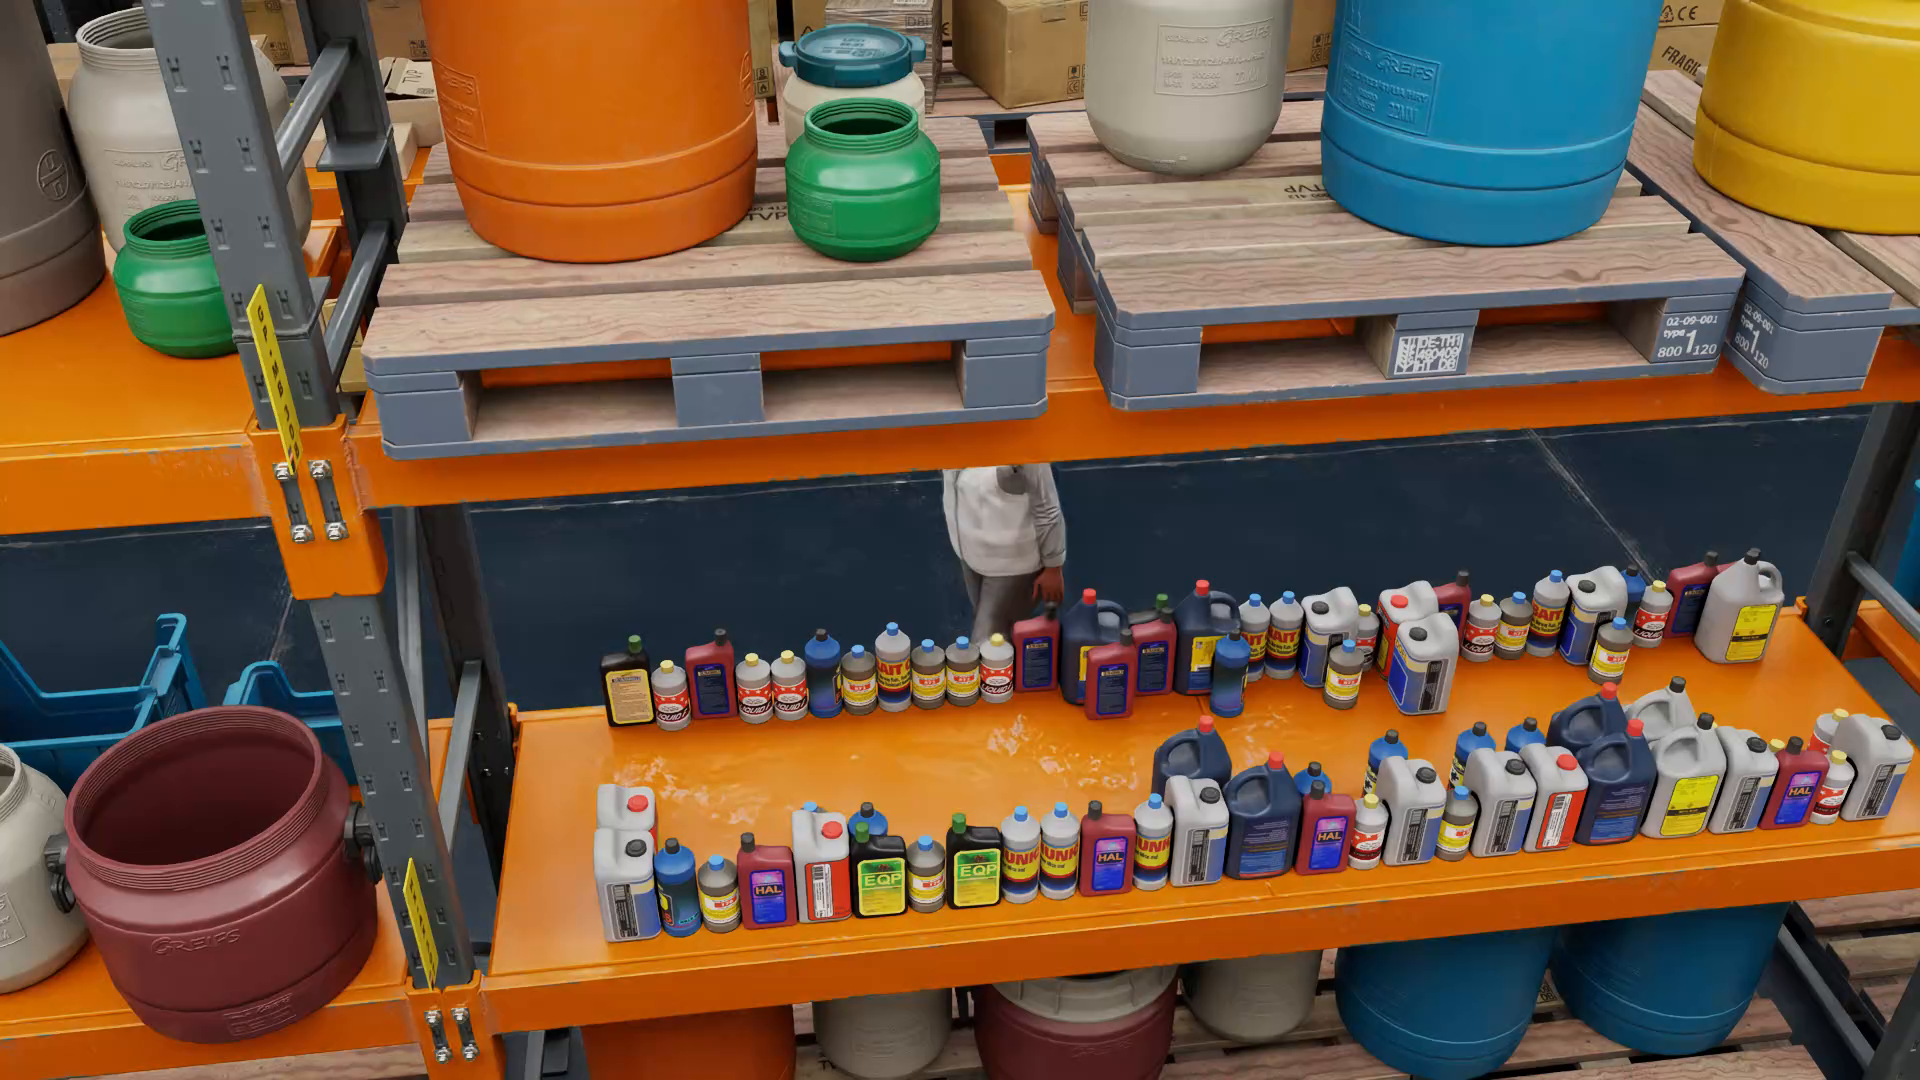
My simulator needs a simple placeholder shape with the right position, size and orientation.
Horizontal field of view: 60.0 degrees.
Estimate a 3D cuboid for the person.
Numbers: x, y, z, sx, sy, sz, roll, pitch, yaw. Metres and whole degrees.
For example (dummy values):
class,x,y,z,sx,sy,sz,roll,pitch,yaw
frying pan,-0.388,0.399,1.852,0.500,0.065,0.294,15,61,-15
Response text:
class,x,y,z,sx,sy,sz,roll,pitch,yaw
person,0.158,0.020,6.071,0.498,1.765,0.580,-18,39,-25
